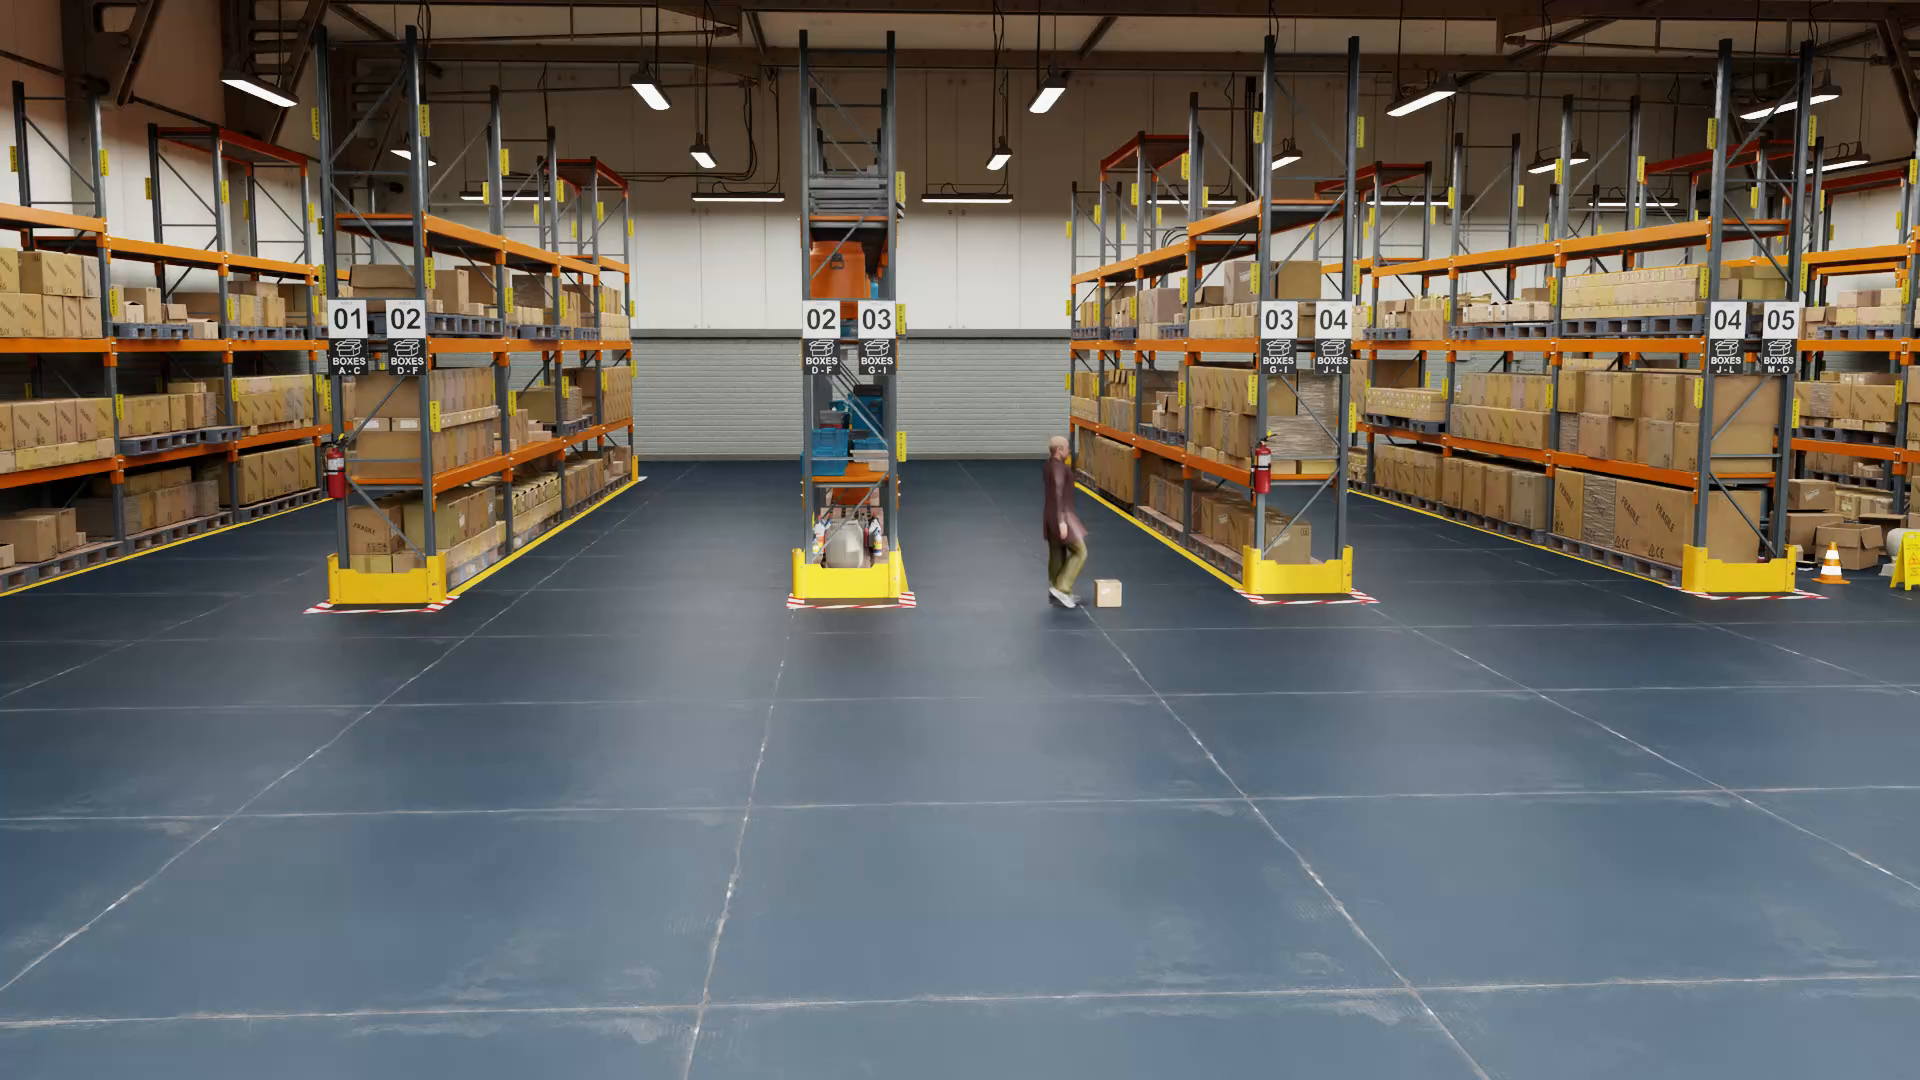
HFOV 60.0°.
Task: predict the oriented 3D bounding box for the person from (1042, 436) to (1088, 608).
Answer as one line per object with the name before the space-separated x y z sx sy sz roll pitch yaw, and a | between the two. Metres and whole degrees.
person | 1.085 -0.192 17.479 0.447 1.812 0.640 -2 7 -16
